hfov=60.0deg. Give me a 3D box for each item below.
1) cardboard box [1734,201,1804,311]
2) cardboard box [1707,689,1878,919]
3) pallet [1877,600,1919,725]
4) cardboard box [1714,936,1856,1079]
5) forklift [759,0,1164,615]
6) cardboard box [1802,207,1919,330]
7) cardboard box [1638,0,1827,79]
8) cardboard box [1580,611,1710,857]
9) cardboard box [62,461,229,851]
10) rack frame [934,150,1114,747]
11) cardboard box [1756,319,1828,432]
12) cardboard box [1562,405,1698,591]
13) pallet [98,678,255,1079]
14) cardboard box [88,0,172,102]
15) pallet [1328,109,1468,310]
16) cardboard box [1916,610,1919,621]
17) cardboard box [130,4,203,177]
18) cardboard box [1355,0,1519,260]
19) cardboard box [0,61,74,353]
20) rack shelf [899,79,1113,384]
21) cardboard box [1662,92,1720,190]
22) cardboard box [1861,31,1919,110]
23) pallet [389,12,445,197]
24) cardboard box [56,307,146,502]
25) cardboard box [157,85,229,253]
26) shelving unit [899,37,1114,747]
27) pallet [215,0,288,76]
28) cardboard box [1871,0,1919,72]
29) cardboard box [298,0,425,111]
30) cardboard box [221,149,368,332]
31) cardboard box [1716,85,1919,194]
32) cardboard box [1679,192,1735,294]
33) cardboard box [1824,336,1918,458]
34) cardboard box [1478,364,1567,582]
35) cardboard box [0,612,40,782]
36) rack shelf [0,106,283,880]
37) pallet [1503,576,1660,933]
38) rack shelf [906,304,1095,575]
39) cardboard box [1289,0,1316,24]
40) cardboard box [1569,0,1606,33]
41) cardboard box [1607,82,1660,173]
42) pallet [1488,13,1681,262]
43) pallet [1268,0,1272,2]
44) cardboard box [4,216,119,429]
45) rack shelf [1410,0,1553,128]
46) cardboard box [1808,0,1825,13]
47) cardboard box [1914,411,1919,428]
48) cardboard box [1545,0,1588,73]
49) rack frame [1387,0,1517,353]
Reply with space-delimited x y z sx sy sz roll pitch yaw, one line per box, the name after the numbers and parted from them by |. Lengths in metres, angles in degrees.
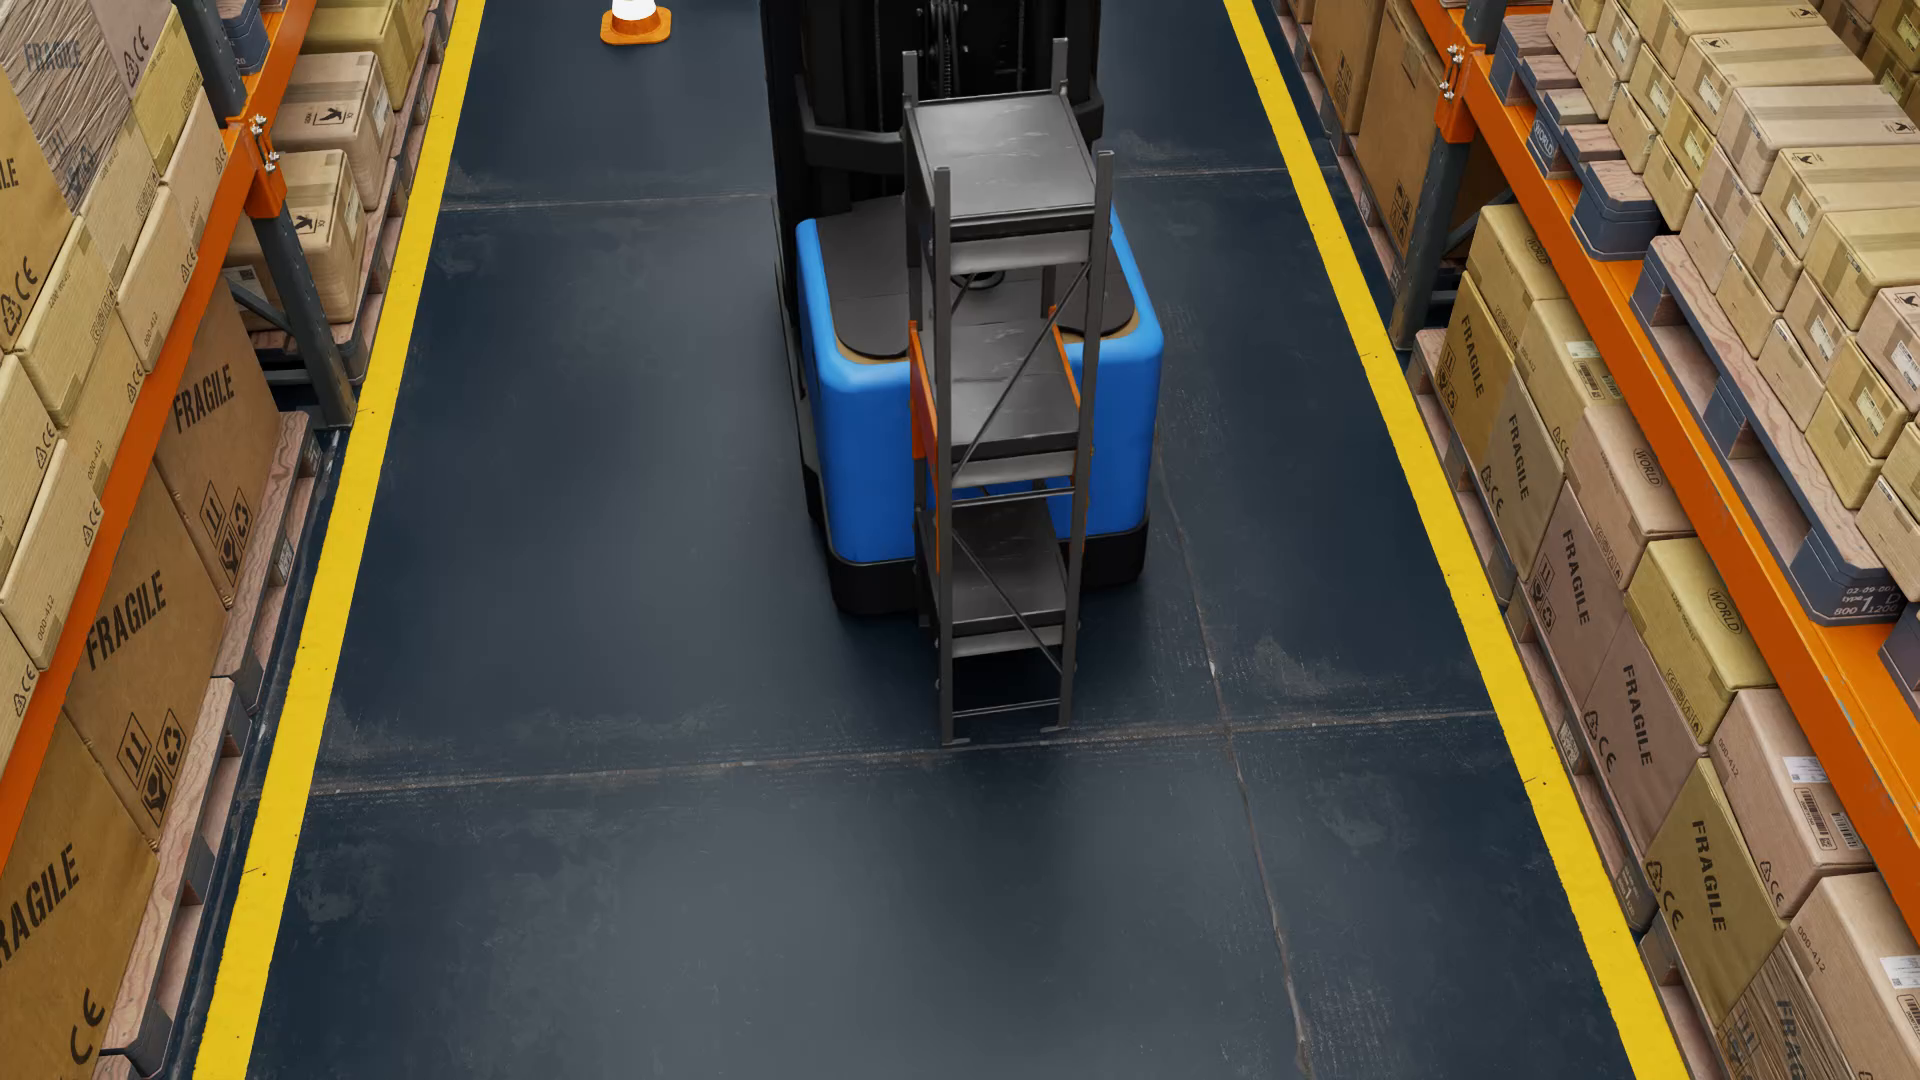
2.129 -0.698 4.024 0.380 0.149 0.250 -4 47 -4 | cardboard box
2.170 0.624 4.009 0.500 0.250 0.500 -1 47 -1 | cardboard box
2.595 0.567 3.279 1.003 0.211 1.213 -3 47 -3 | pallet
2.201 1.258 3.925 0.500 0.500 0.500 -4 47 -4 | cardboard box
-0.132 -1.848 5.482 1.130 2.935 3.031 -7 47 -6 | forklift
2.153 -0.616 3.741 0.380 0.149 0.250 -4 47 -4 | cardboard box
2.066 -1.375 4.461 0.380 0.149 0.250 -4 47 -4 | cardboard box
2.120 0.516 4.628 0.500 0.500 0.500 -4 47 -4 | cardboard box
-2.700 0.280 4.593 0.875 0.875 0.875 -3 47 -3 | cardboard box
0.141 -0.110 4.408 0.400 2.100 0.015 -7 47 -6 | rack frame
2.149 -0.405 3.952 0.380 0.149 0.250 -5 47 -5 | cardboard box
2.067 -0.134 4.727 0.500 0.250 0.500 -3 47 -3 | cardboard box
-2.655 0.958 4.698 1.003 0.211 1.213 -3 47 -3 | pallet
-2.441 -1.477 4.325 0.500 0.500 0.500 -5 47 -4 | cardboard box
2.188 -1.447 6.975 1.003 0.211 1.213 -3 47 -3 | pallet
2.222 0.180 3.397 0.380 0.149 0.250 -6 47 -5 | cardboard box
-2.451 -1.242 4.619 0.500 0.250 0.500 -4 47 -3 | cardboard box
2.218 -1.648 6.505 1.050 0.750 0.750 -4 47 -4 | cardboard box
-2.355 -0.746 3.633 0.500 0.500 0.500 -3 47 -3 | cardboard box
0.101 -0.757 4.075 0.431 0.518 0.480 -7 47 -6 | rack shelf
2.091 -1.058 4.365 0.380 0.149 0.250 -3 47 -3 | cardboard box
2.723 -1.278 4.573 0.380 0.149 0.250 -2 47 -2 | cardboard box
-2.908 -1.944 7.446 1.003 0.211 1.213 -3 47 -3 | pallet
-2.360 -0.321 4.092 0.500 0.250 0.500 -4 47 -4 | cardboard box
-2.444 -1.055 4.787 0.500 0.250 0.500 -5 47 -5 | cardboard box
0.101 -0.285 4.574 0.431 2.100 0.503 -7 47 -6 | shelving unit
-2.911 -1.900 5.616 1.213 0.211 1.003 -3 47 -3 | pallet
2.718 -1.395 4.480 0.380 0.149 0.250 -2 47 -2 | cardboard box
-2.910 -2.189 7.278 0.950 0.372 0.625 -2 47 -2 | cardboard box
-2.782 -1.107 6.253 0.950 0.372 0.625 -6 47 -6 | cardboard box
2.112 -0.988 4.094 0.380 0.149 0.250 -2 47 -1 | cardboard box
2.110 -0.776 4.303 0.380 0.149 0.250 -2 47 -2 | cardboard box
2.170 -0.327 3.672 0.380 0.149 0.250 -3 47 -3 | cardboard box
2.030 -0.225 5.329 0.500 0.500 0.500 -3 47 -3 | cardboard box
-2.256 0.408 3.401 0.500 0.250 0.500 -4 47 -4 | cardboard box
-2.578 0.238 3.955 1.077 0.370 4.000 -3 47 -3 | rack shelf
2.342 0.574 5.061 1.003 0.211 1.213 -3 47 -3 | pallet
0.101 -0.275 4.583 0.431 0.518 0.480 -7 47 -6 | rack shelf
2.063 -2.954 7.742 1.050 0.750 0.750 -3 47 -3 | cardboard box
2.020 -1.629 4.906 0.380 0.149 0.250 -2 47 -2 | cardboard box
2.061 -1.164 4.670 0.380 0.149 0.250 -1 47 -1 | cardboard box
2.345 -1.256 5.005 1.213 0.211 1.003 -3 47 -3 | pallet
1.984 -3.212 8.647 1.003 0.211 1.213 -3 47 -3 | pallet
-2.342 -0.502 3.919 0.500 0.250 0.500 -5 47 -4 | cardboard box
2.012 -3.030 7.050 1.077 0.370 4.000 -3 47 -3 | rack shelf
2.674 -1.661 4.936 0.380 0.149 0.250 -3 47 -2 | cardboard box
2.204 -0.227 3.373 0.380 0.149 0.250 -5 47 -5 | cardboard box
2.015 -1.553 5.039 0.380 0.149 0.250 -4 47 -4 | cardboard box
2.179 -1.831 5.418 1.000 3.000 0.127 -3 47 -3 | rack frame
